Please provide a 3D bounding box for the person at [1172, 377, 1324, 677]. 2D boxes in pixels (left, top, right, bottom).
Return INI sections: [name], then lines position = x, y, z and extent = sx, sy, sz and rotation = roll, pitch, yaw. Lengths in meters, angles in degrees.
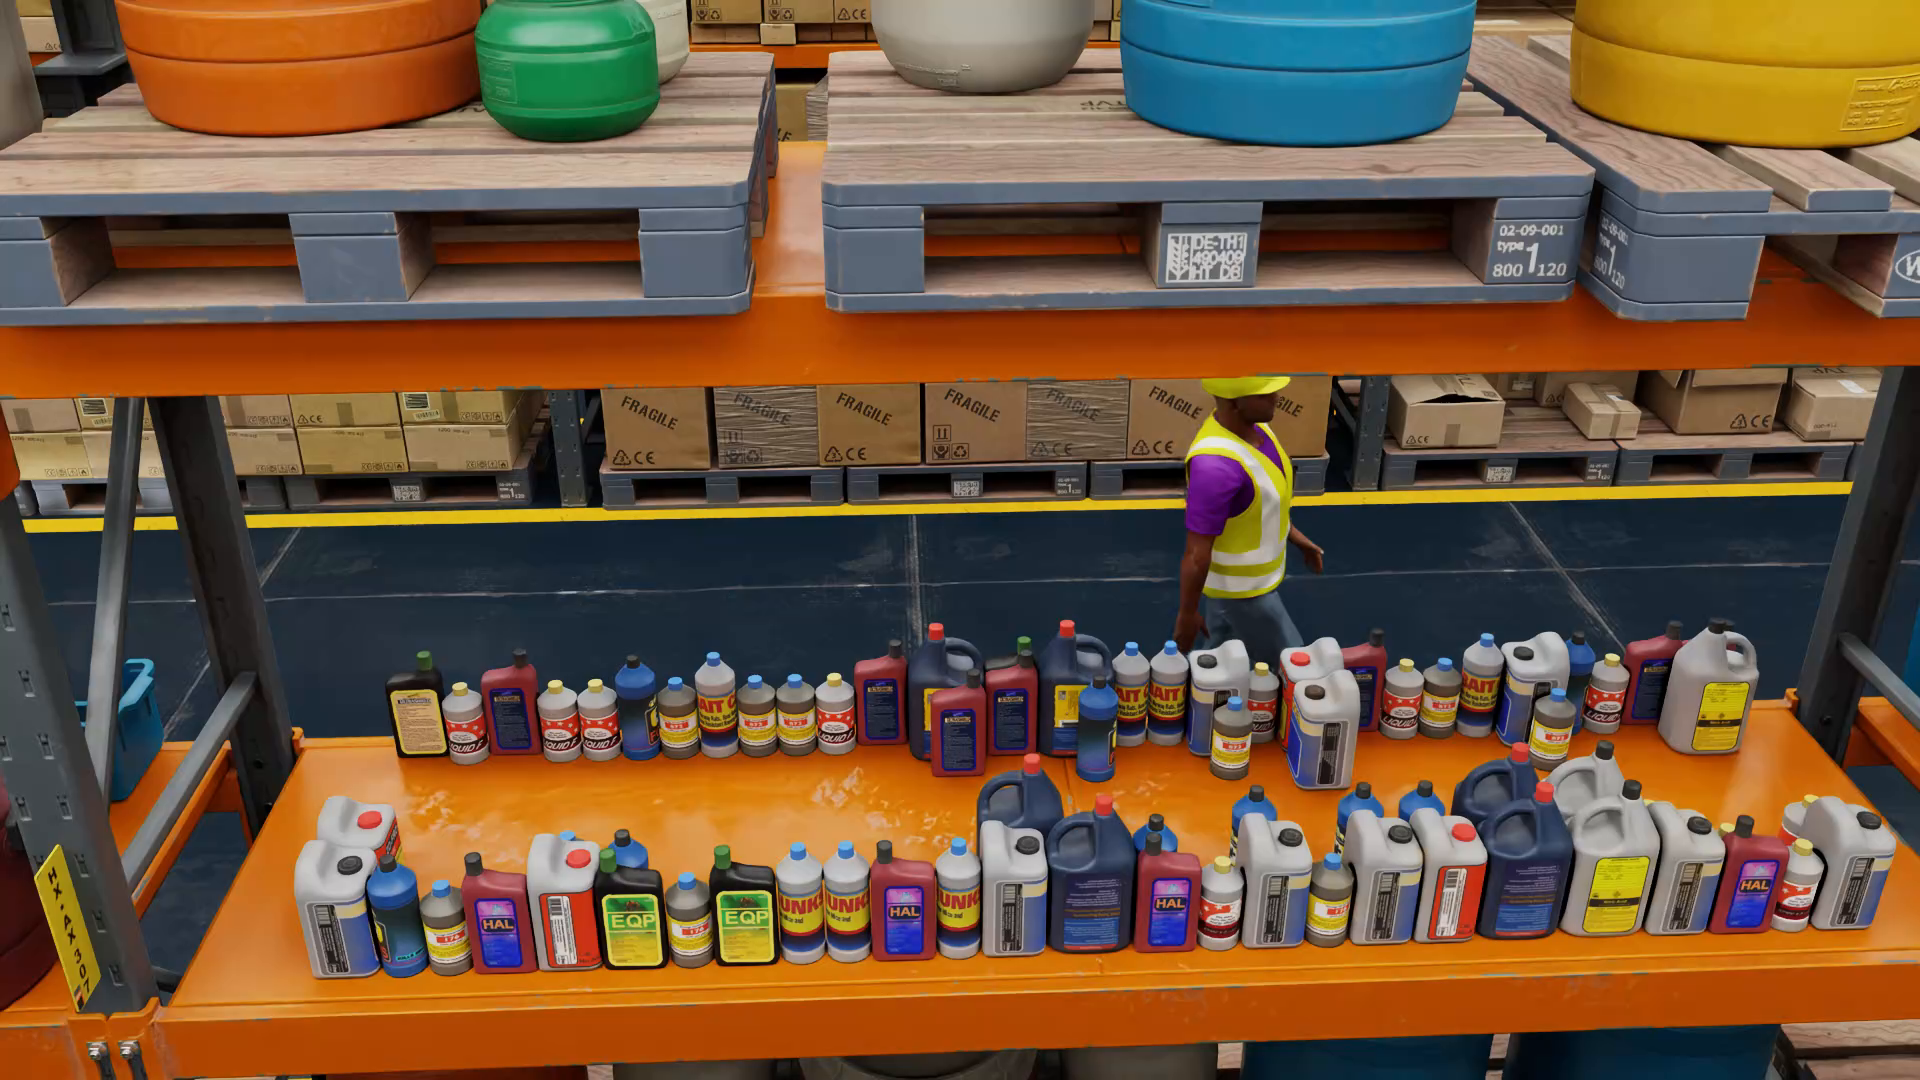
[person]
position = 1.132, 0.126, 5.870
extent = 0.938, 1.723, 0.623
rotation = 6, 28, 12
